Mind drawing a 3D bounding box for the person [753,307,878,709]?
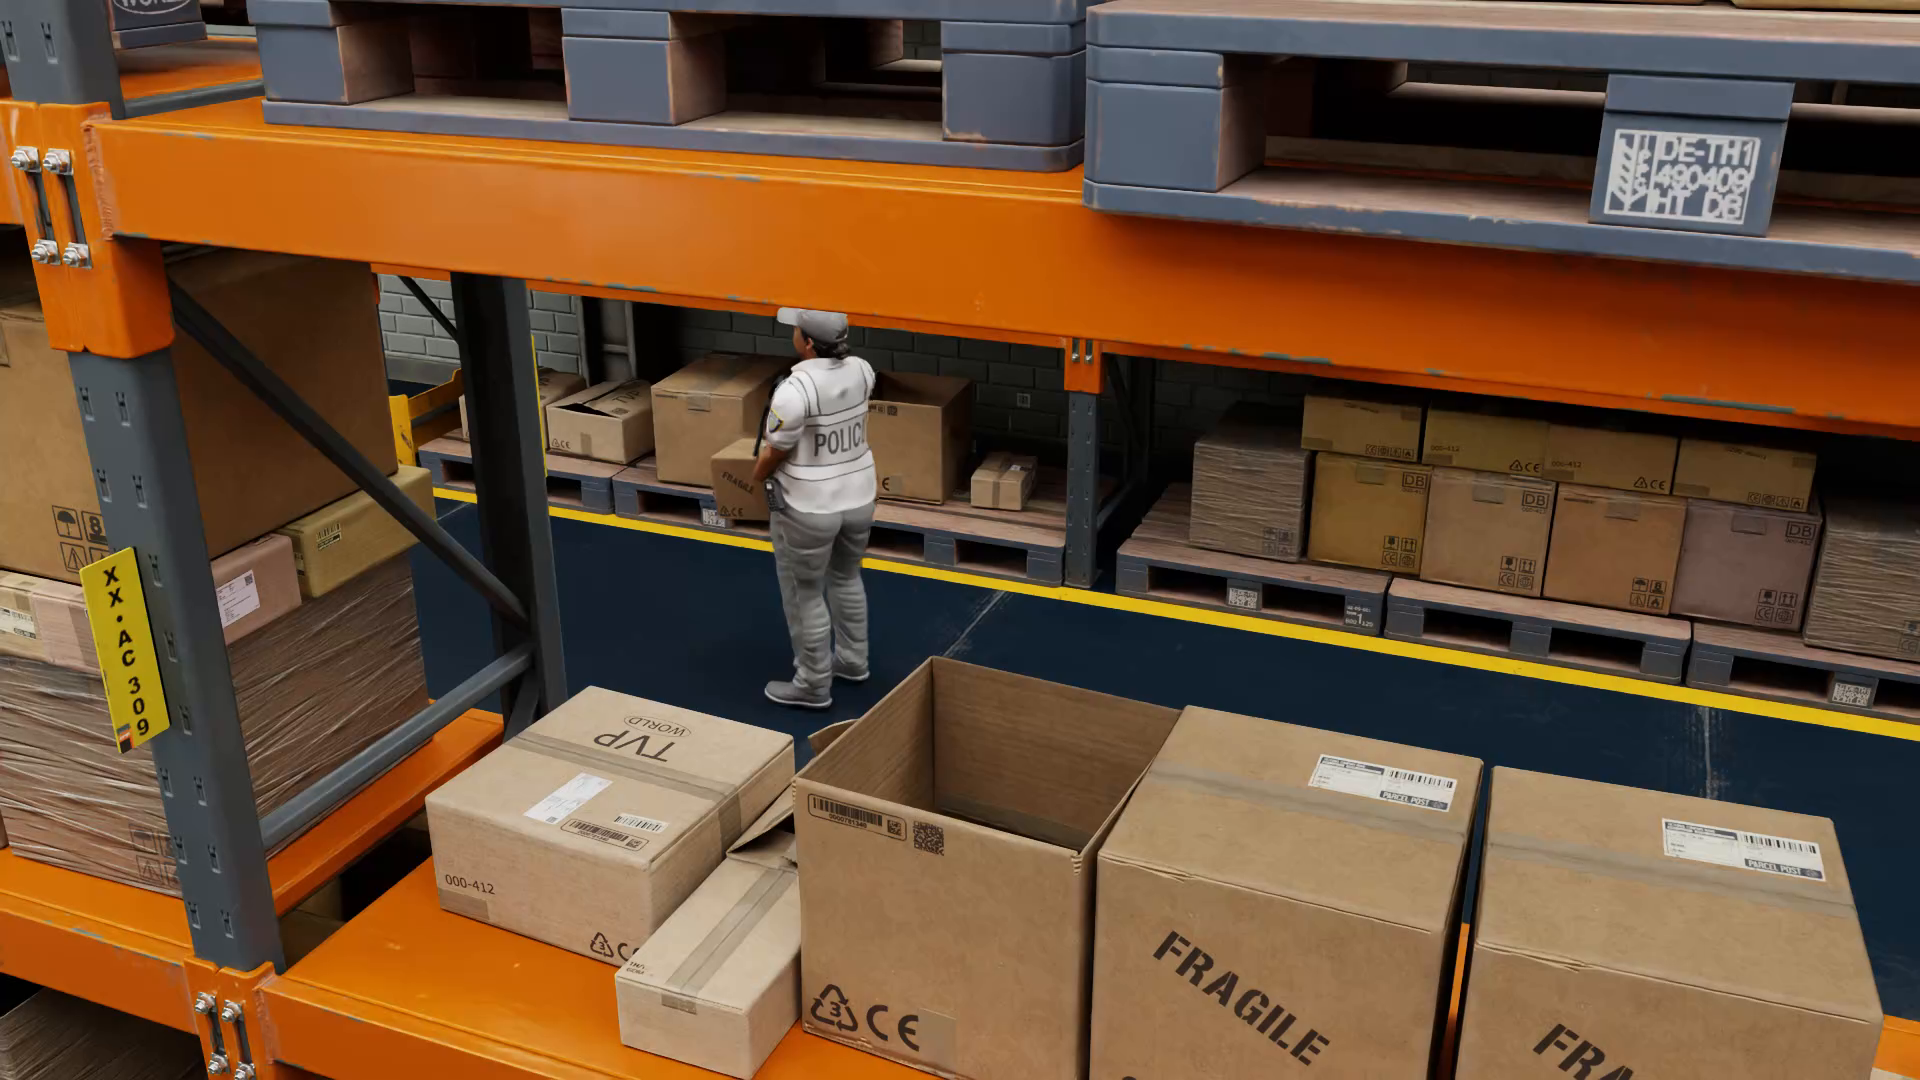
[{"bbox_3d":[-0.579,-0.151,6.445,0.497,1.670,0.486,20,30,39],"label":"person"}]
